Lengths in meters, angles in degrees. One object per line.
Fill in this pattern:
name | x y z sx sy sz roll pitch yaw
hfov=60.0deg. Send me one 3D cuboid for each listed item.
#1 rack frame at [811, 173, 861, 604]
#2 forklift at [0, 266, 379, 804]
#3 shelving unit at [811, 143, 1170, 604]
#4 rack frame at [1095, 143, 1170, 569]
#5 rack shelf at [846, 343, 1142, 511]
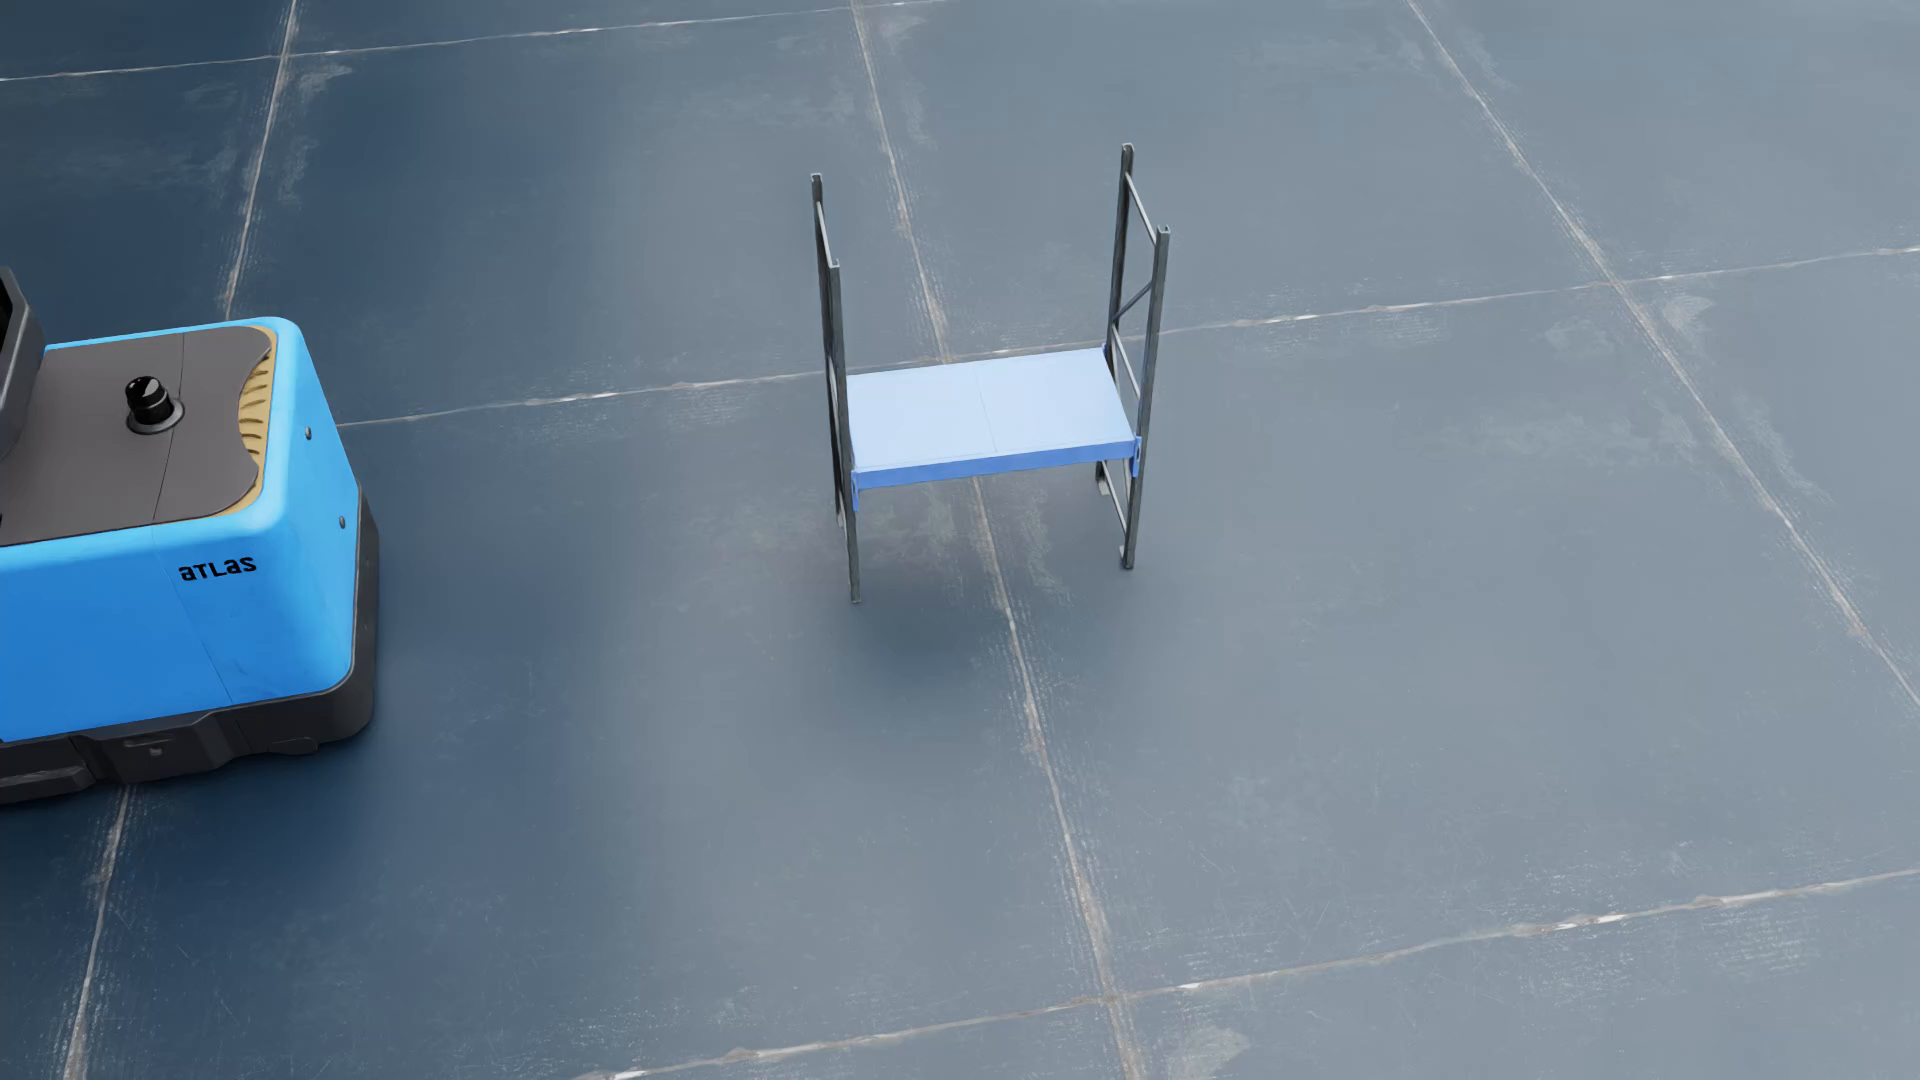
rack frame | -0.417 -0.468 5.660 0.032 1.500 0.500 -7 46 -7
forklift | -3.546 -0.456 4.654 3.031 2.935 1.130 -9 47 -9
shelving unit | 0.084 -0.531 5.720 1.048 1.500 0.538 -7 46 -7
rack frame | 0.585 -0.593 5.780 0.032 1.500 0.500 -7 46 -7
rack shelf | 0.084 -0.406 5.850 1.000 0.185 0.538 -7 46 -7
